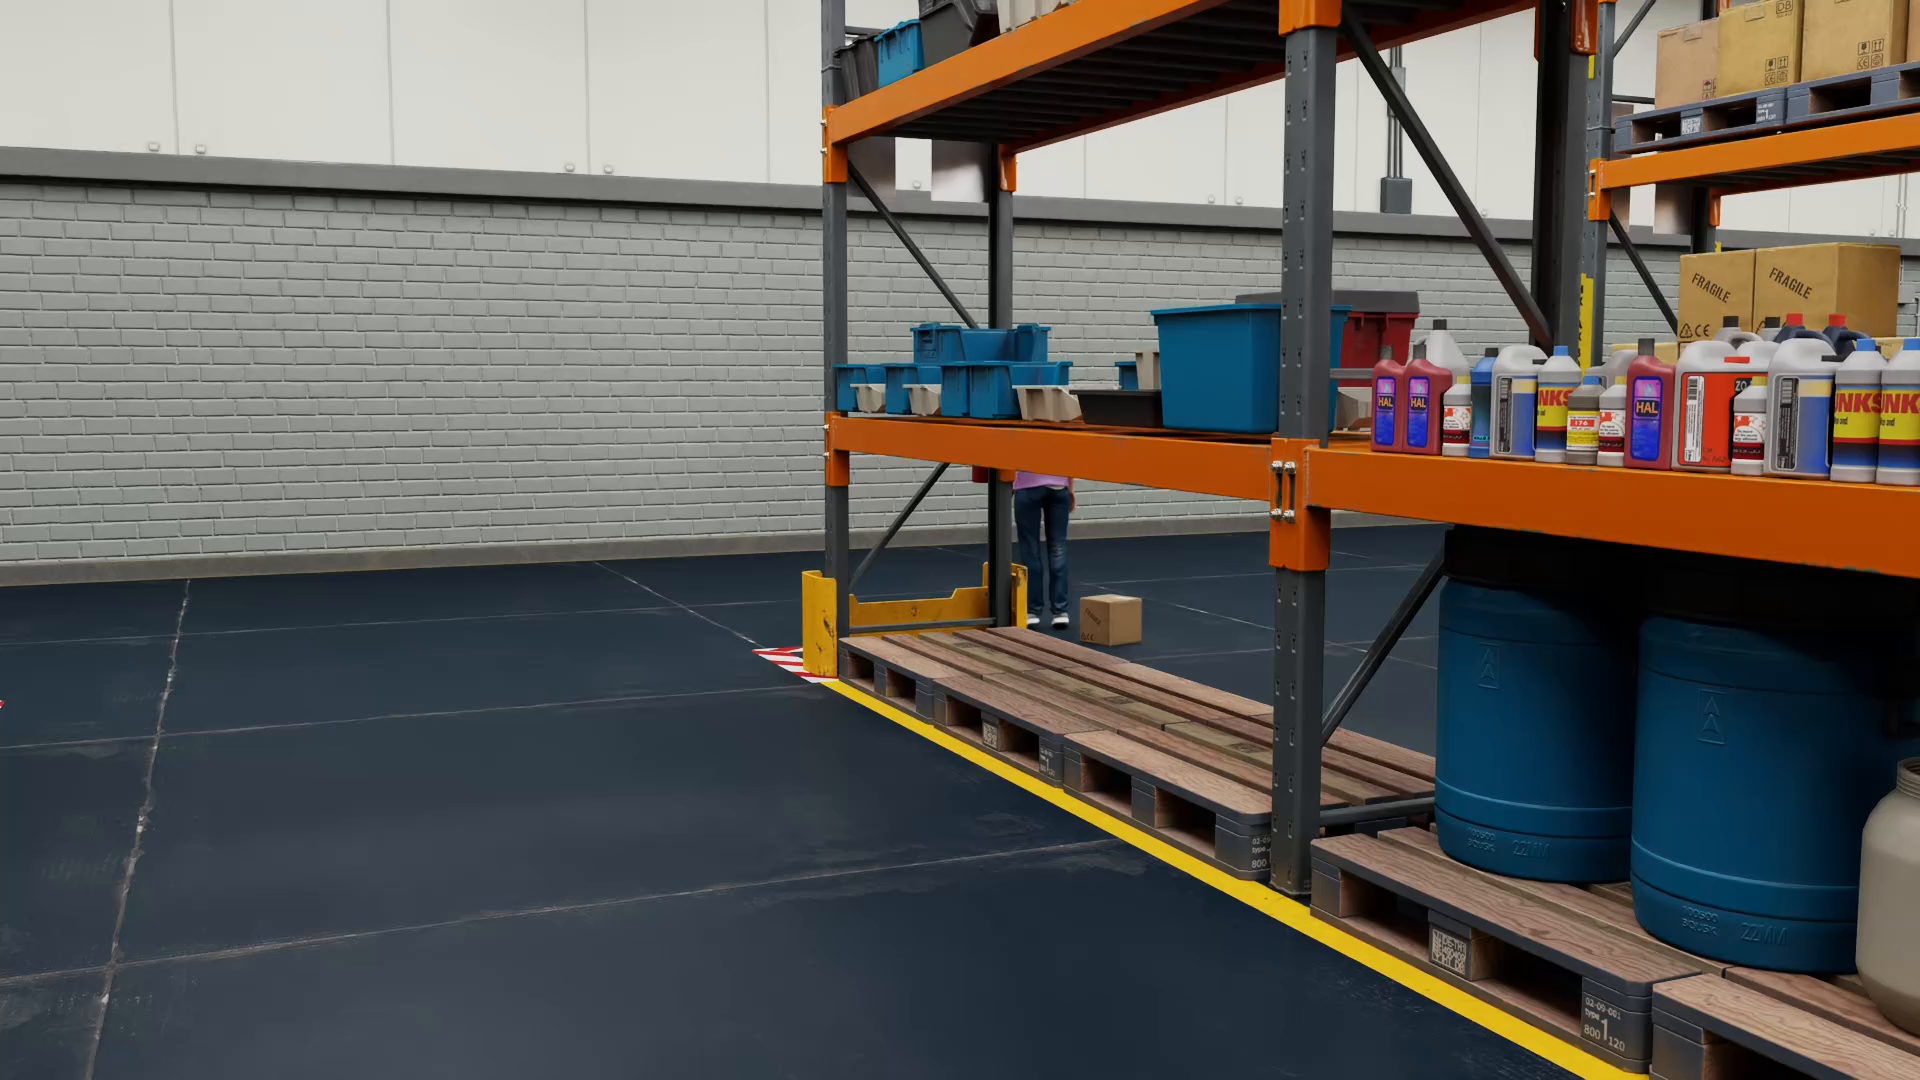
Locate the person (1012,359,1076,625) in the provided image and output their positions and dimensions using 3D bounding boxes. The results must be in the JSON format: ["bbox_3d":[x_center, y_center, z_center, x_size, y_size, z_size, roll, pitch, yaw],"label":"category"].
[{"bbox_3d":[0.500,-0.281,9.960,0.429,1.613,0.369,-2,6,-22],"label":"person"}]
